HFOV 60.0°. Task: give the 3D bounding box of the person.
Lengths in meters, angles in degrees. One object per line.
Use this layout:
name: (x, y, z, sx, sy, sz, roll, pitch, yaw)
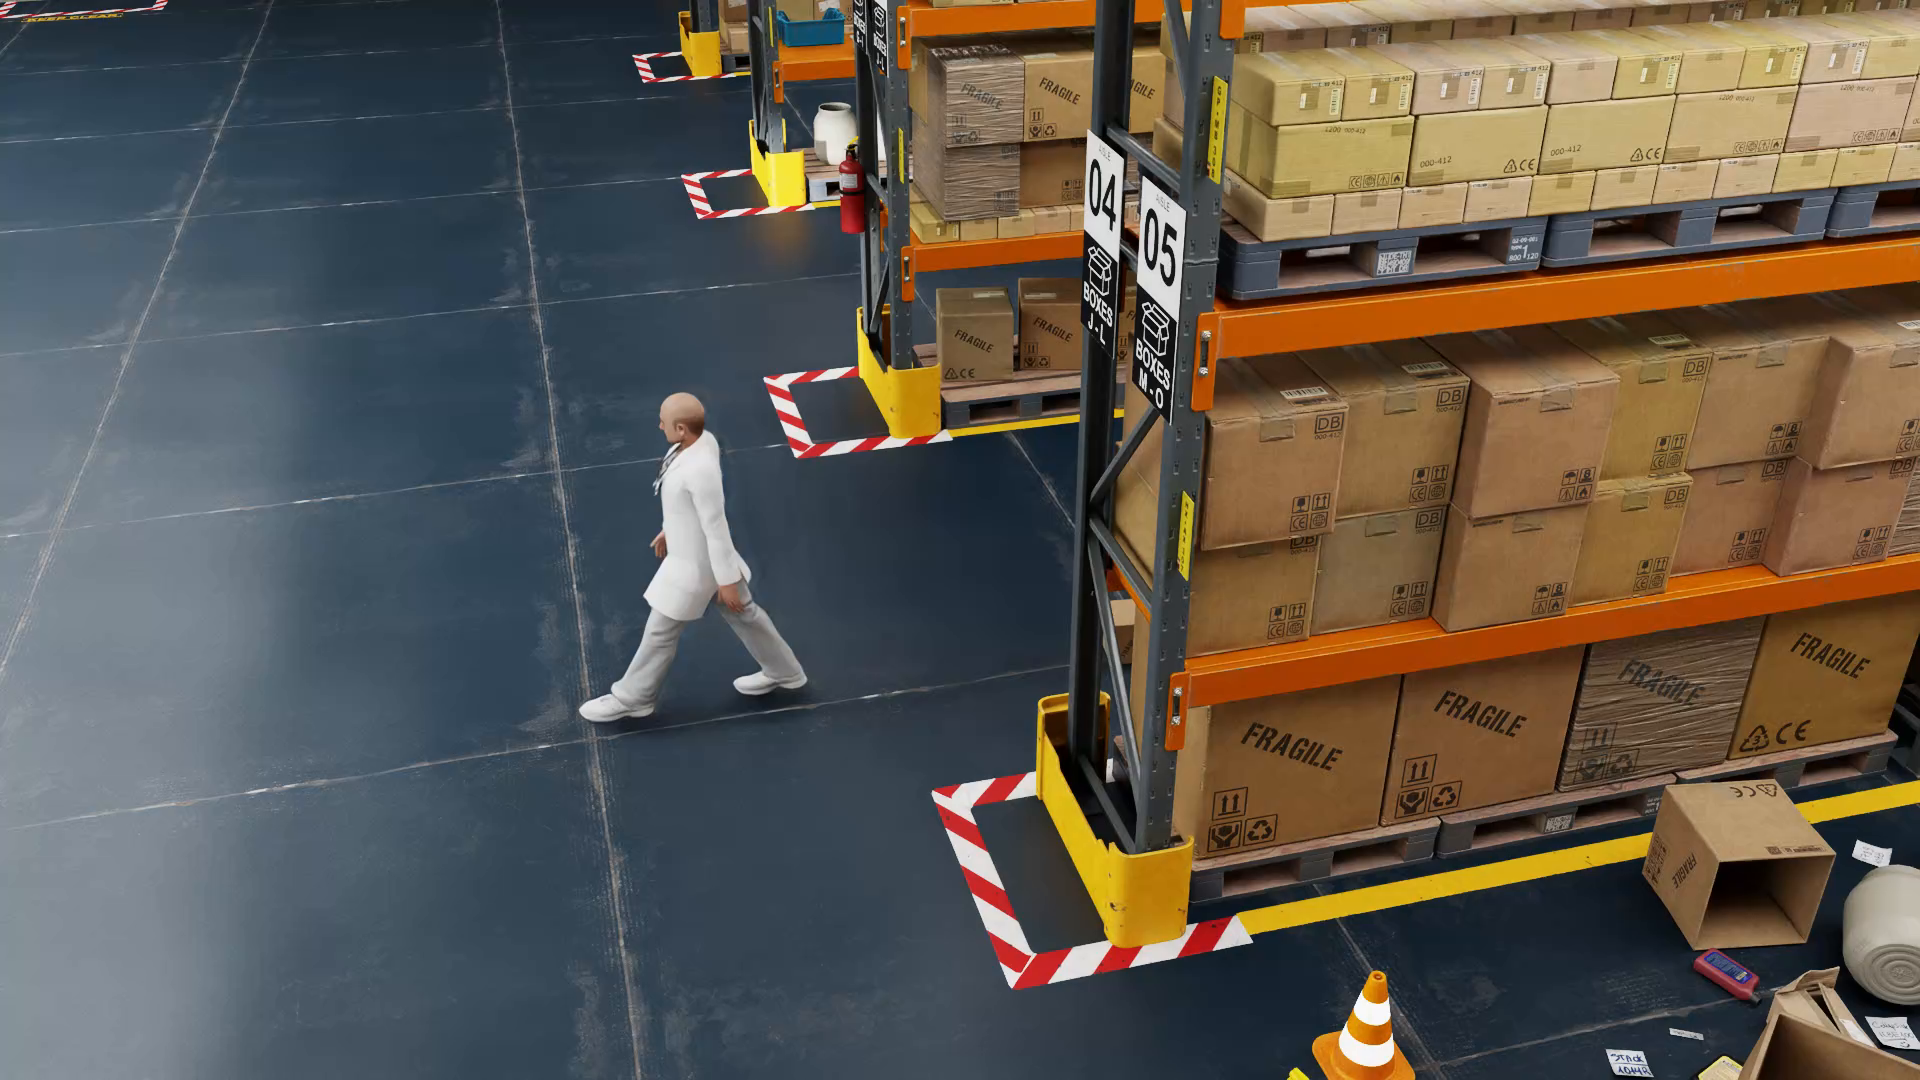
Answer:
person: (-1.351, 0.075, 8.129, 1.131, 1.698, 0.636, -2, 30, -3)
